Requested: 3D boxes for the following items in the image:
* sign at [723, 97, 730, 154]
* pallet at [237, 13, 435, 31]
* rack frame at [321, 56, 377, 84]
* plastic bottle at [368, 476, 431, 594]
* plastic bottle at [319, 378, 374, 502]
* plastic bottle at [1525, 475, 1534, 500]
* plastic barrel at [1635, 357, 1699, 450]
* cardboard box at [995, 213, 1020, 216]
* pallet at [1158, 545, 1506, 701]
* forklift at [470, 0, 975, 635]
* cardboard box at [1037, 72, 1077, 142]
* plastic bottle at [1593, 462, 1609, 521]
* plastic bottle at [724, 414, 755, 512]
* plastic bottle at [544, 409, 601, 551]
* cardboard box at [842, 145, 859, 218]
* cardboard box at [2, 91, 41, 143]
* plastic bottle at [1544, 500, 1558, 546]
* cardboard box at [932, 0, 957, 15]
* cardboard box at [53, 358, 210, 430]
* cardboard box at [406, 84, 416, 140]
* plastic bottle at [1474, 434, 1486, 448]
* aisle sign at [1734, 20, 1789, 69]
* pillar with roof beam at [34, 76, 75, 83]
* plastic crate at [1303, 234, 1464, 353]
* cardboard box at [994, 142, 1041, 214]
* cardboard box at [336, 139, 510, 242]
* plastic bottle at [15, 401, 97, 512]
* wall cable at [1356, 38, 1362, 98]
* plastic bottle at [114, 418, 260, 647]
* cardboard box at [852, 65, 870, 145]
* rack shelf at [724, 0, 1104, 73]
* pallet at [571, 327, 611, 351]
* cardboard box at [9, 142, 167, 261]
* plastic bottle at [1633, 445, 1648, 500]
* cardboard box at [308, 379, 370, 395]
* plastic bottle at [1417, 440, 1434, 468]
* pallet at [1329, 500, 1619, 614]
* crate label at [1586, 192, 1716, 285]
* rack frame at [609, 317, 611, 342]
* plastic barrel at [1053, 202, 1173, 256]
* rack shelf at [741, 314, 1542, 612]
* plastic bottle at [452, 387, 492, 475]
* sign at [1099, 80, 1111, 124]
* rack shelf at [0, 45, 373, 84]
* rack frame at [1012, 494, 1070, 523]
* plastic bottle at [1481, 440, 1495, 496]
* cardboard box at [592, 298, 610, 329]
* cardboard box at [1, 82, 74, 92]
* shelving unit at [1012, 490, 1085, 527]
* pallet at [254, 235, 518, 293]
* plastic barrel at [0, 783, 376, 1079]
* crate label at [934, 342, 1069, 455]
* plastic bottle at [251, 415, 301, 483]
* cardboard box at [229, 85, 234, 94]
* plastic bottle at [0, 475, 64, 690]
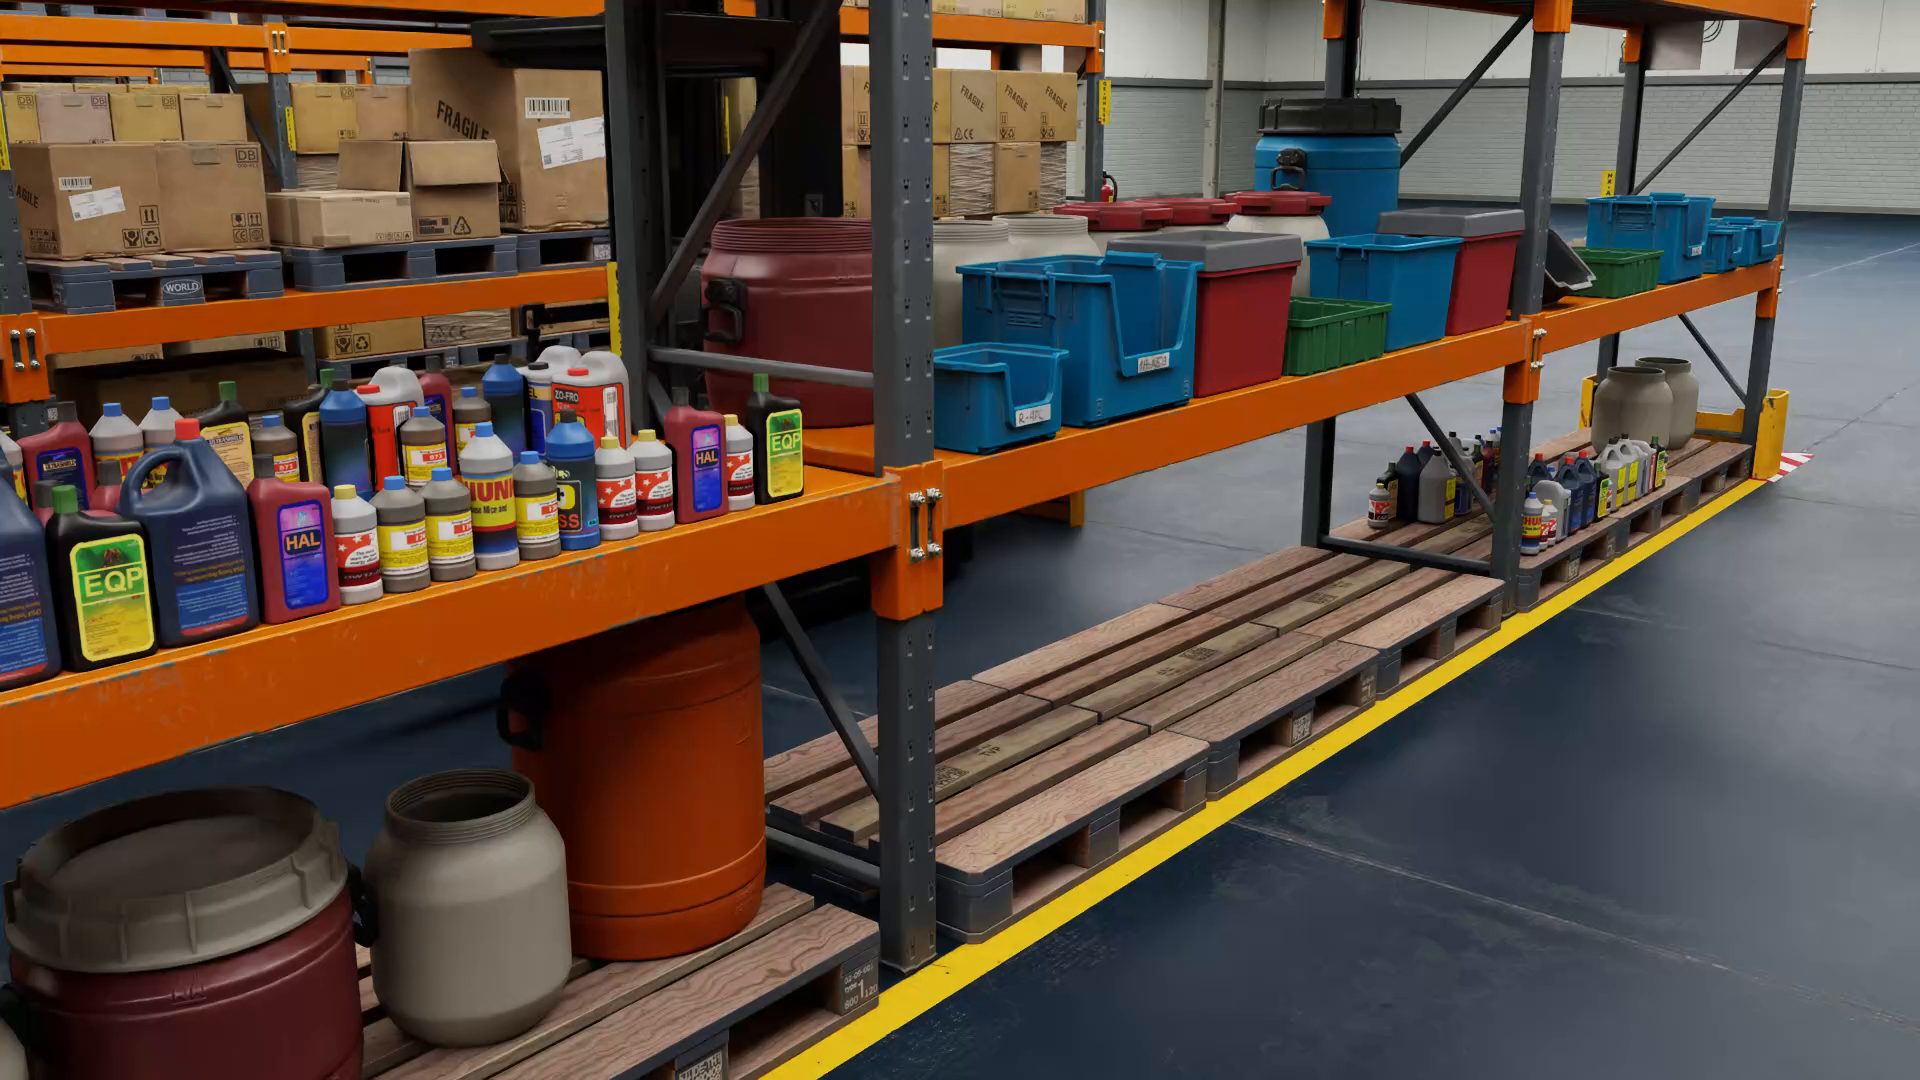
[{"bbox_3d":[-1.391,-2.437,9.773,0.100,0.325,0.005,11,18,38],"label":"sign"},{"bbox_3d":[-5.097,-4.314,13.600,1.003,0.211,1.213,11,18,38],"label":"pallet"},{"bbox_3d":[-7.019,-4.261,19.303,1.000,3.000,0.127,11,18,38],"label":"rack frame"},{"bbox_3d":[-1.008,-0.014,2.987,0.097,0.201,0.097,0,14,0],"label":"plastic bottle"},{"bbox_3d":[-1.348,-0.217,3.648,0.097,0.271,0.097,0,14,0],"label":"plastic bottle"},{"bbox_3d":[2.667,-0.167,7.812,0.061,0.283,0.133,11,18,38],"label":"plastic bottle"},{"bbox_3d":[4.187,-0.821,9.961,0.421,0.512,0.421,0,14,0],"label":"plastic barrel"},{"bbox_3d":[0.226,-2.370,12.369,0.380,0.149,0.250,11,18,38],"label":"cardboard box"},{"bbox_3d":[1.564,0.313,6.961,1.003,0.211,1.213,11,18,38],"label":"pallet"},{"bbox_3d":[-1.263,-1.071,6.888,1.130,2.935,3.031,12,18,39],"label":"forklift"},{"bbox_3d":[0.535,-3.261,12.529,0.500,0.500,0.500,11,18,38],"label":"cardboard box"},{"bbox_3d":[3.112,-0.243,8.111,0.061,0.283,0.133,12,19,40],"label":"plastic bottle"},{"bbox_3d":[-0.496,-0.170,3.602,0.097,0.201,0.097,0,14,0],"label":"plastic bottle"},{"bbox_3d":[-0.764,-0.122,3.272,0.097,0.271,0.097,0,14,0],"label":"plastic bottle"},{"bbox_3d":[-1.153,-2.321,10.859,0.875,0.500,0.500,11,18,38],"label":"cardboard box"},{"bbox_3d":[-6.885,-2.893,11.685,0.700,0.500,0.500,11,18,37],"label":"cardboard box"},{"bbox_3d":[2.696,-0.084,7.650,0.097,0.201,0.097,0,14,0],"label":"plastic bottle"},{"bbox_3d":[-0.369,-3.687,11.255,0.500,0.250,0.500,11,18,37],"label":"cardboard box"},{"bbox_3d":[-3.942,-0.693,7.920,0.500,0.250,0.500,12,19,40],"label":"cardboard box"},{"bbox_3d":[-4.660,-3.615,14.263,0.875,0.550,0.550,11,18,38],"label":"cardboard box"},{"bbox_3d":[2.754,-0.429,8.867,0.097,0.271,0.097,0,14,0],"label":"plastic bottle"},{"bbox_3d":[4.817,-3.188,9.802,0.394,0.787,0.004,11,18,38],"label":"aisle sign"},{"bbox_3d":[-8.673,-7.276,18.987,9.100,9.000,0.400,11,18,38],"label":"pillar with roof beam"},{"bbox_3d":[1.576,-0.928,6.214,0.392,0.384,0.575,11,18,38],"label":"plastic crate"},{"bbox_3d":[0.101,-2.704,12.369,0.875,0.500,0.500,11,18,38],"label":"cardboard box"},{"bbox_3d":[-2.843,-1.868,8.823,0.797,0.503,0.637,14,20,43],"label":"cardboard box"},{"bbox_3d":[-1.772,-0.125,3.260,0.061,0.283,0.133,11,18,38],"label":"plastic bottle"},{"bbox_3d":[9.714,-12.542,46.022,3.097,2.526,0.112,11,18,38],"label":"wall cable"},{"bbox_3d":[-1.260,-0.018,2.703,0.144,0.351,0.185,11,18,38],"label":"plastic bottle"},{"bbox_3d":[-0.717,-2.877,11.017,0.500,0.500,0.500,11,18,38],"label":"cardboard box"},{"bbox_3d":[-0.568,-3.449,11.477,1.077,0.370,4.000,11,18,38],"label":"rack shelf"},{"bbox_3d":[-3.547,-1.997,16.056,1.003,0.211,1.213,11,18,38],"label":"pallet"},{"bbox_3d":[-4.031,-1.557,7.603,0.500,0.500,0.500,9,17,31],"label":"cardboard box"},{"bbox_3d":[3.461,-0.364,8.601,0.152,0.276,0.135,11,18,36],"label":"plastic bottle"},{"bbox_3d":[-3.244,-0.546,8.863,0.700,0.500,0.500,13,19,42],"label":"cardboard box"},{"bbox_3d":[2.328,-0.329,8.311,0.144,0.351,0.185,10,17,35],"label":"plastic bottle"},{"bbox_3d":[2.482,0.035,8.058,1.003,0.211,1.213,11,18,38],"label":"pallet"},{"bbox_3d":[3.595,-1.583,8.692,0.502,0.435,0.616,11,18,38],"label":"crate label"},{"bbox_3d":[-1.825,-1.961,10.251,1.000,3.000,0.127,11,18,38],"label":"rack frame"},{"bbox_3d":[0.522,-0.888,5.750,0.433,0.535,0.433,0,14,0],"label":"plastic barrel"},{"bbox_3d":[0.770,-0.463,5.814,1.077,0.370,4.000,11,18,38],"label":"rack shelf"},{"bbox_3d":[-1.166,-0.263,3.969,0.097,0.201,0.097,0,14,0],"label":"plastic bottle"},{"bbox_3d":[1.108,-3.352,12.731,0.100,0.325,0.005,11,18,38],"label":"sign"},{"bbox_3d":[-8.276,-4.983,17.514,1.077,0.370,4.000,11,18,38],"label":"rack shelf"},{"bbox_3d":[0.438,-0.854,8.938,0.500,1.500,0.032,12,18,39],"label":"rack frame"},{"bbox_3d":[2.720,-0.372,8.619,0.061,0.283,0.133,11,18,38],"label":"plastic bottle"},{"bbox_3d":[-3.481,-2.548,16.022,0.875,0.875,0.875,11,18,38],"label":"cardboard box"},{"bbox_3d":[-9.088,-4.223,16.315,0.700,0.500,0.500,11,18,37],"label":"cardboard box"},{"bbox_3d":[0.105,-0.756,8.555,0.587,1.500,1.083,12,18,39],"label":"shelving unit"},{"bbox_3d":[-3.127,-1.488,8.776,1.003,0.211,1.213,11,18,38],"label":"pallet"},{"bbox_3d":[-1.491,0.849,3.233,0.600,0.588,0.708,11,18,38],"label":"plastic barrel"},{"bbox_3d":[0.069,-0.370,4.328,0.303,0.233,0.416,11,18,38],"label":"crate label"},{"bbox_3d":[-1.479,-0.167,3.593,0.097,0.201,0.097,0,14,0],"label":"plastic bottle"},{"bbox_3d":[-7.735,-4.597,17.788,0.700,0.500,0.500,11,18,37],"label":"cardboard box"},{"bbox_3d":[-1.460,0.043,2.463,0.144,0.351,0.185,11,18,38],"label":"plastic bottle"}]
